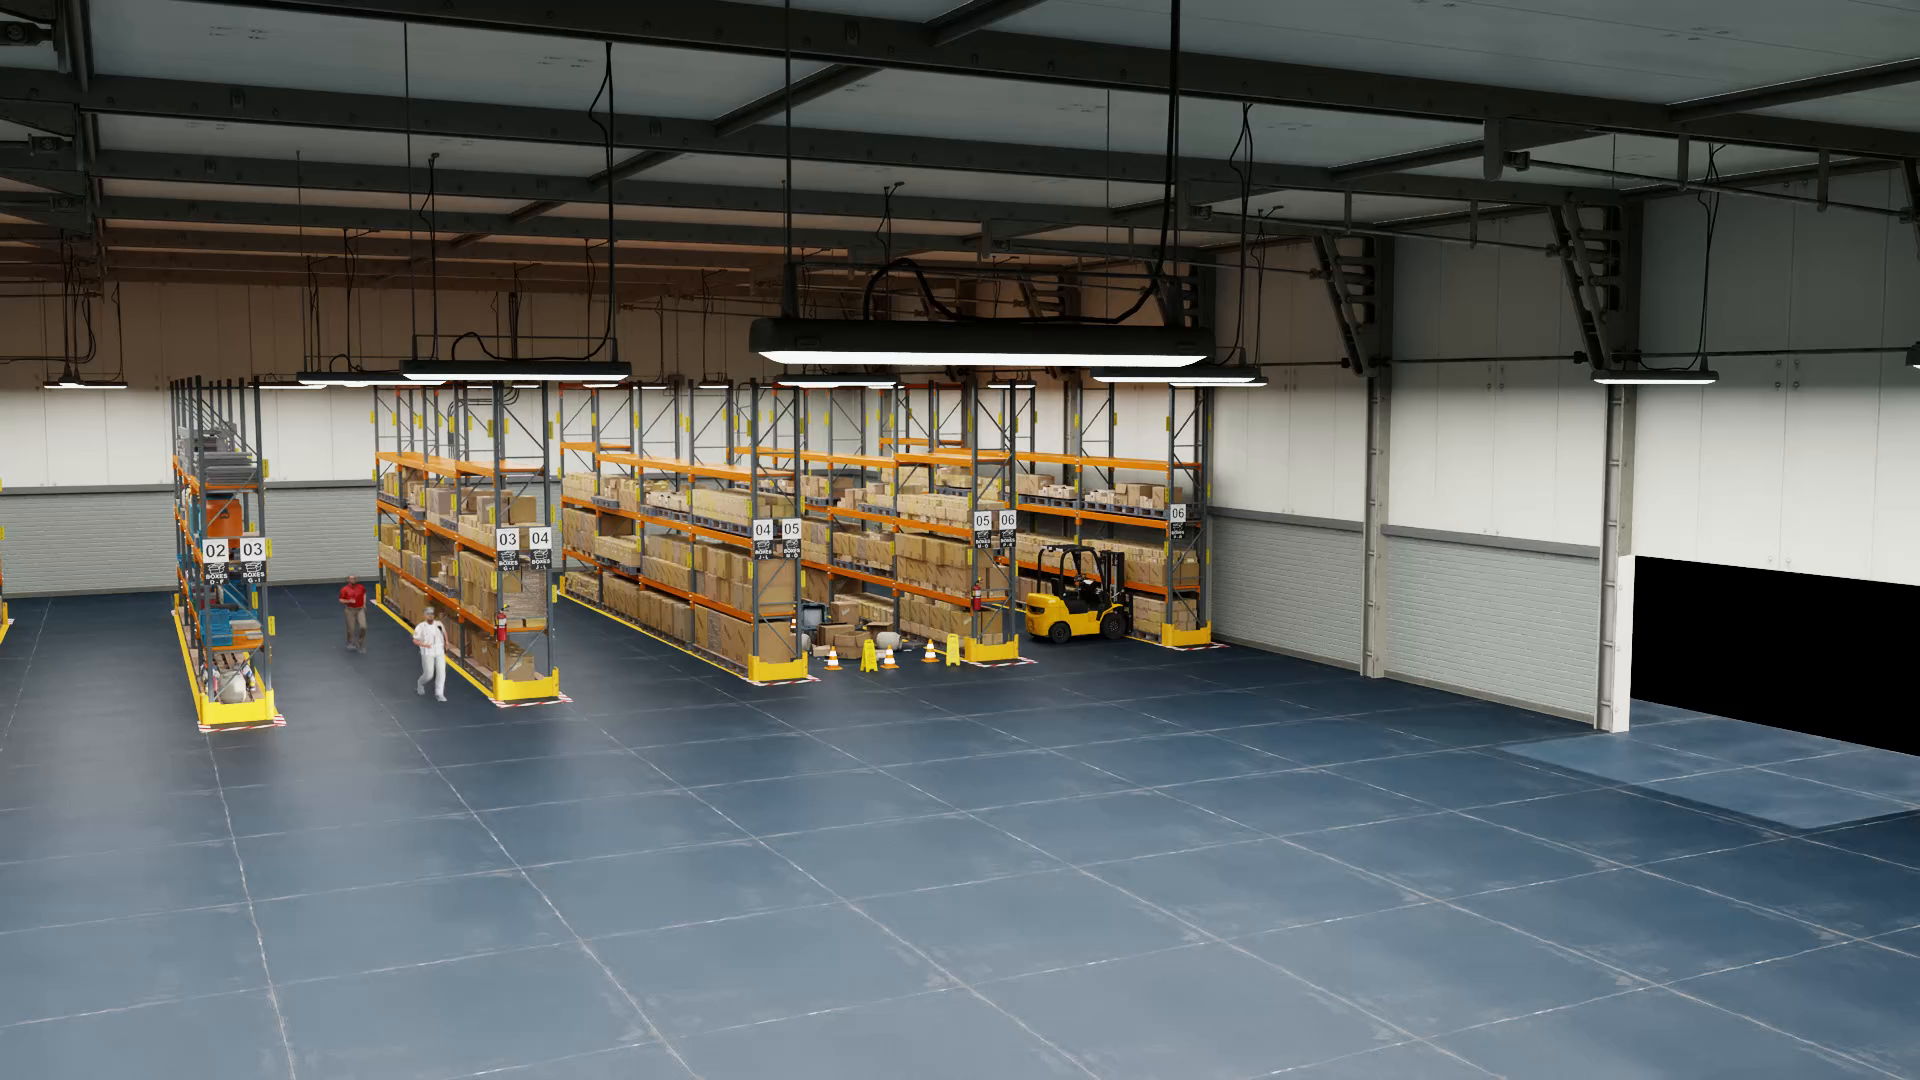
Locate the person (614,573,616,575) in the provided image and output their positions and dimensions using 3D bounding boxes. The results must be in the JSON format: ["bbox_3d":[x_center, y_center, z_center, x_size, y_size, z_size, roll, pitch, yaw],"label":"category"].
[{"bbox_3d":[-10.419,0.559,48.842,0.769,1.663,0.607,-4,6,-37],"label":"person"}]

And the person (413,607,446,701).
[{"bbox_3d":[-9.796,2.110,30.937,0.646,1.727,0.869,-3,6,-33],"label":"person"}]

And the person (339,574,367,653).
[{"bbox_3d":[-13.309,1.635,36.552,0.636,1.786,0.767,-4,6,-35],"label":"person"}]
